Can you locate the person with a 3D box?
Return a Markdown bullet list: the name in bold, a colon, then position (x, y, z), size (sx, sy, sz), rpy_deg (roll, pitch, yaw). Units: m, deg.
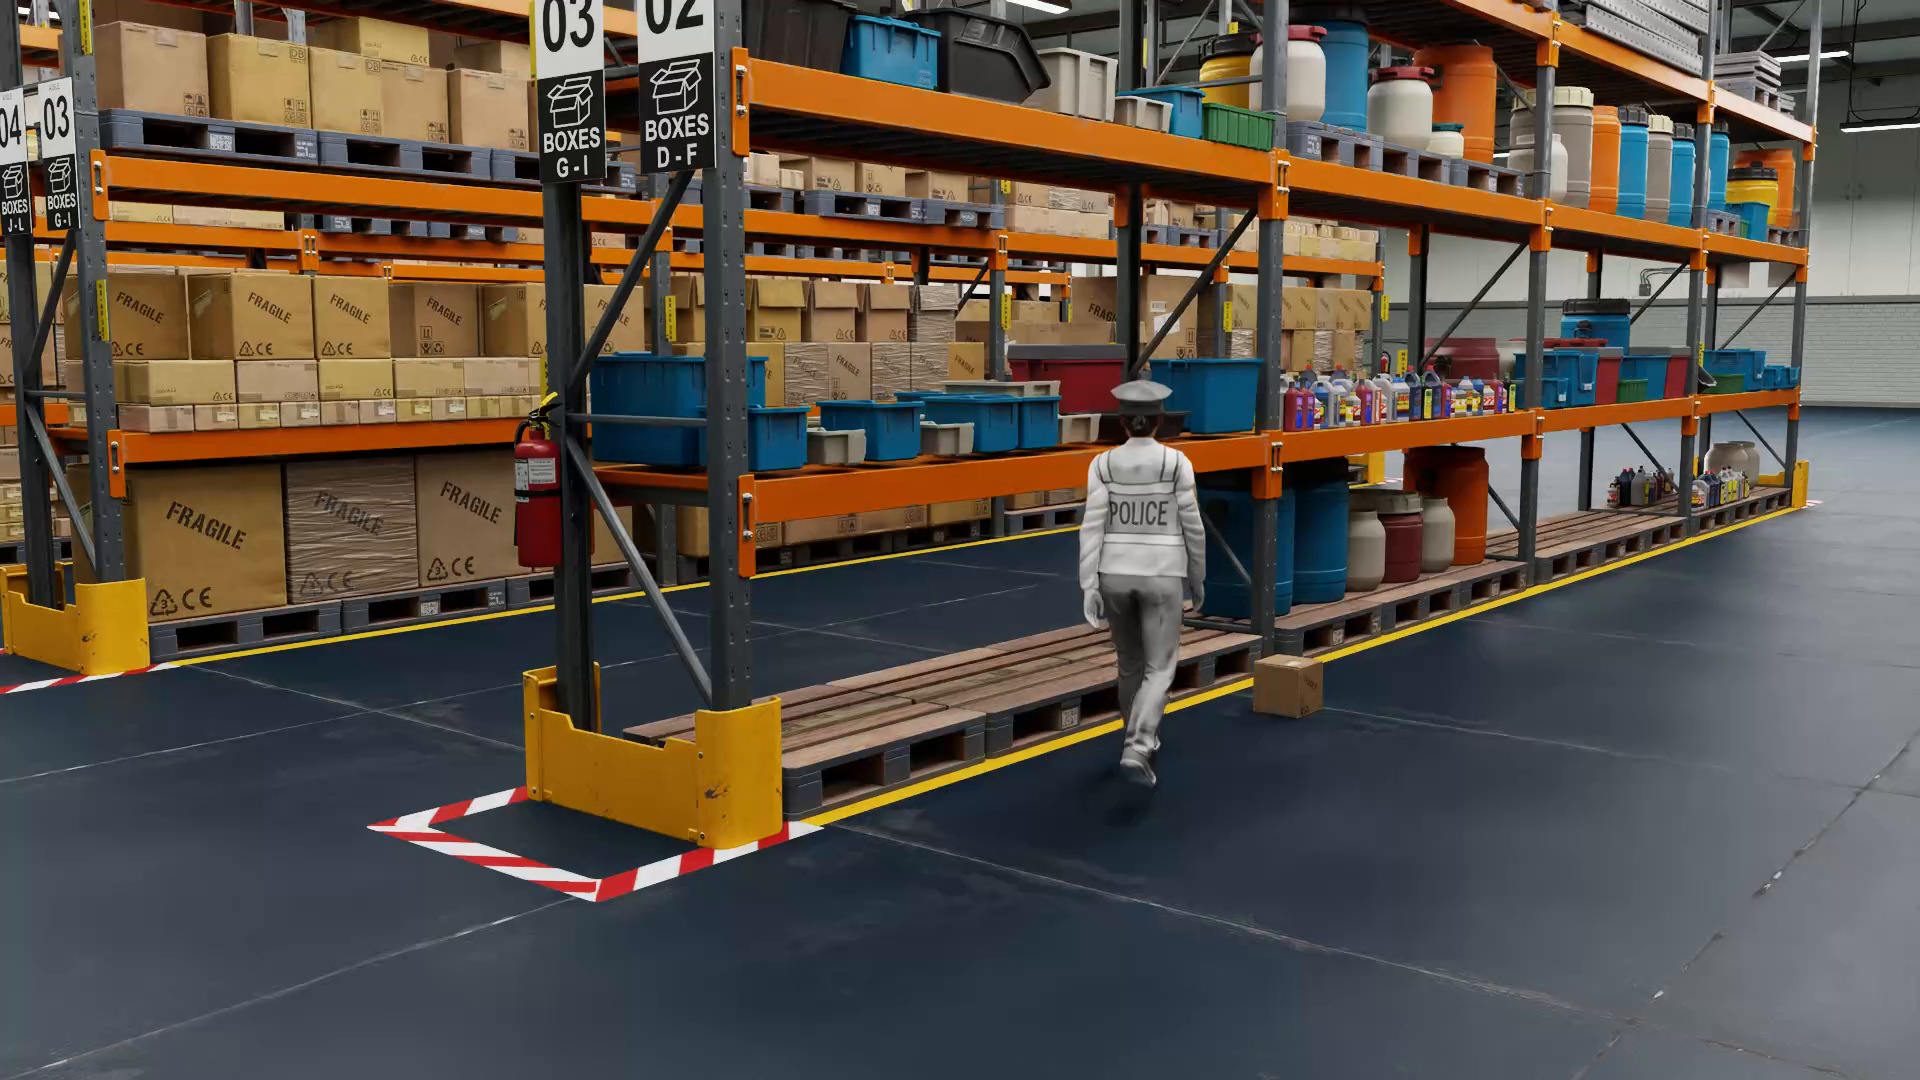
- **person**: position (0.733, 0.166, 6.749), size (0.489, 1.621, 1.011), rpy_deg (3, 7, 21)
